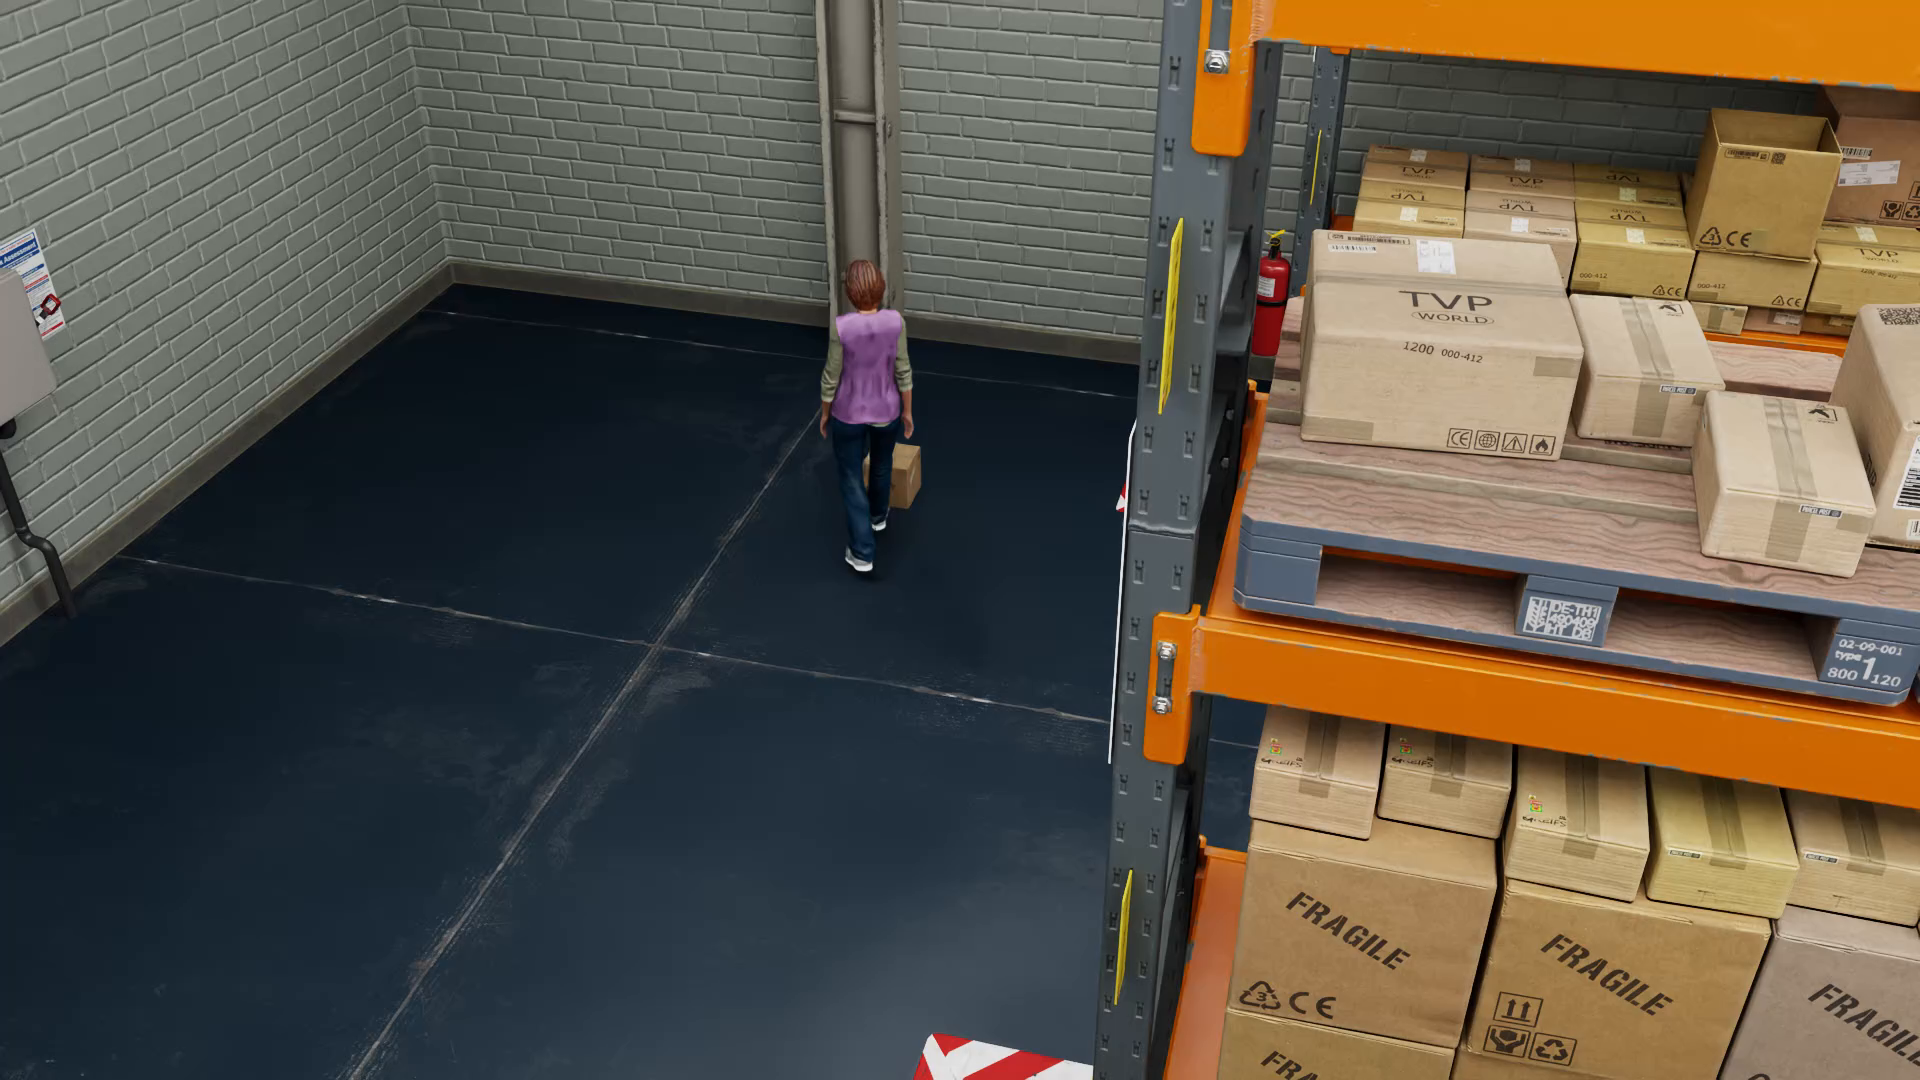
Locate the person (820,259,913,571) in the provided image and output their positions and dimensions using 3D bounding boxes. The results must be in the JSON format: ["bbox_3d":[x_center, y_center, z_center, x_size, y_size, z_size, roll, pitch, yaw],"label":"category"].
[{"bbox_3d":[-0.470,-0.645,8.107,0.448,1.565,0.694,-8,34,-11],"label":"person"}]
